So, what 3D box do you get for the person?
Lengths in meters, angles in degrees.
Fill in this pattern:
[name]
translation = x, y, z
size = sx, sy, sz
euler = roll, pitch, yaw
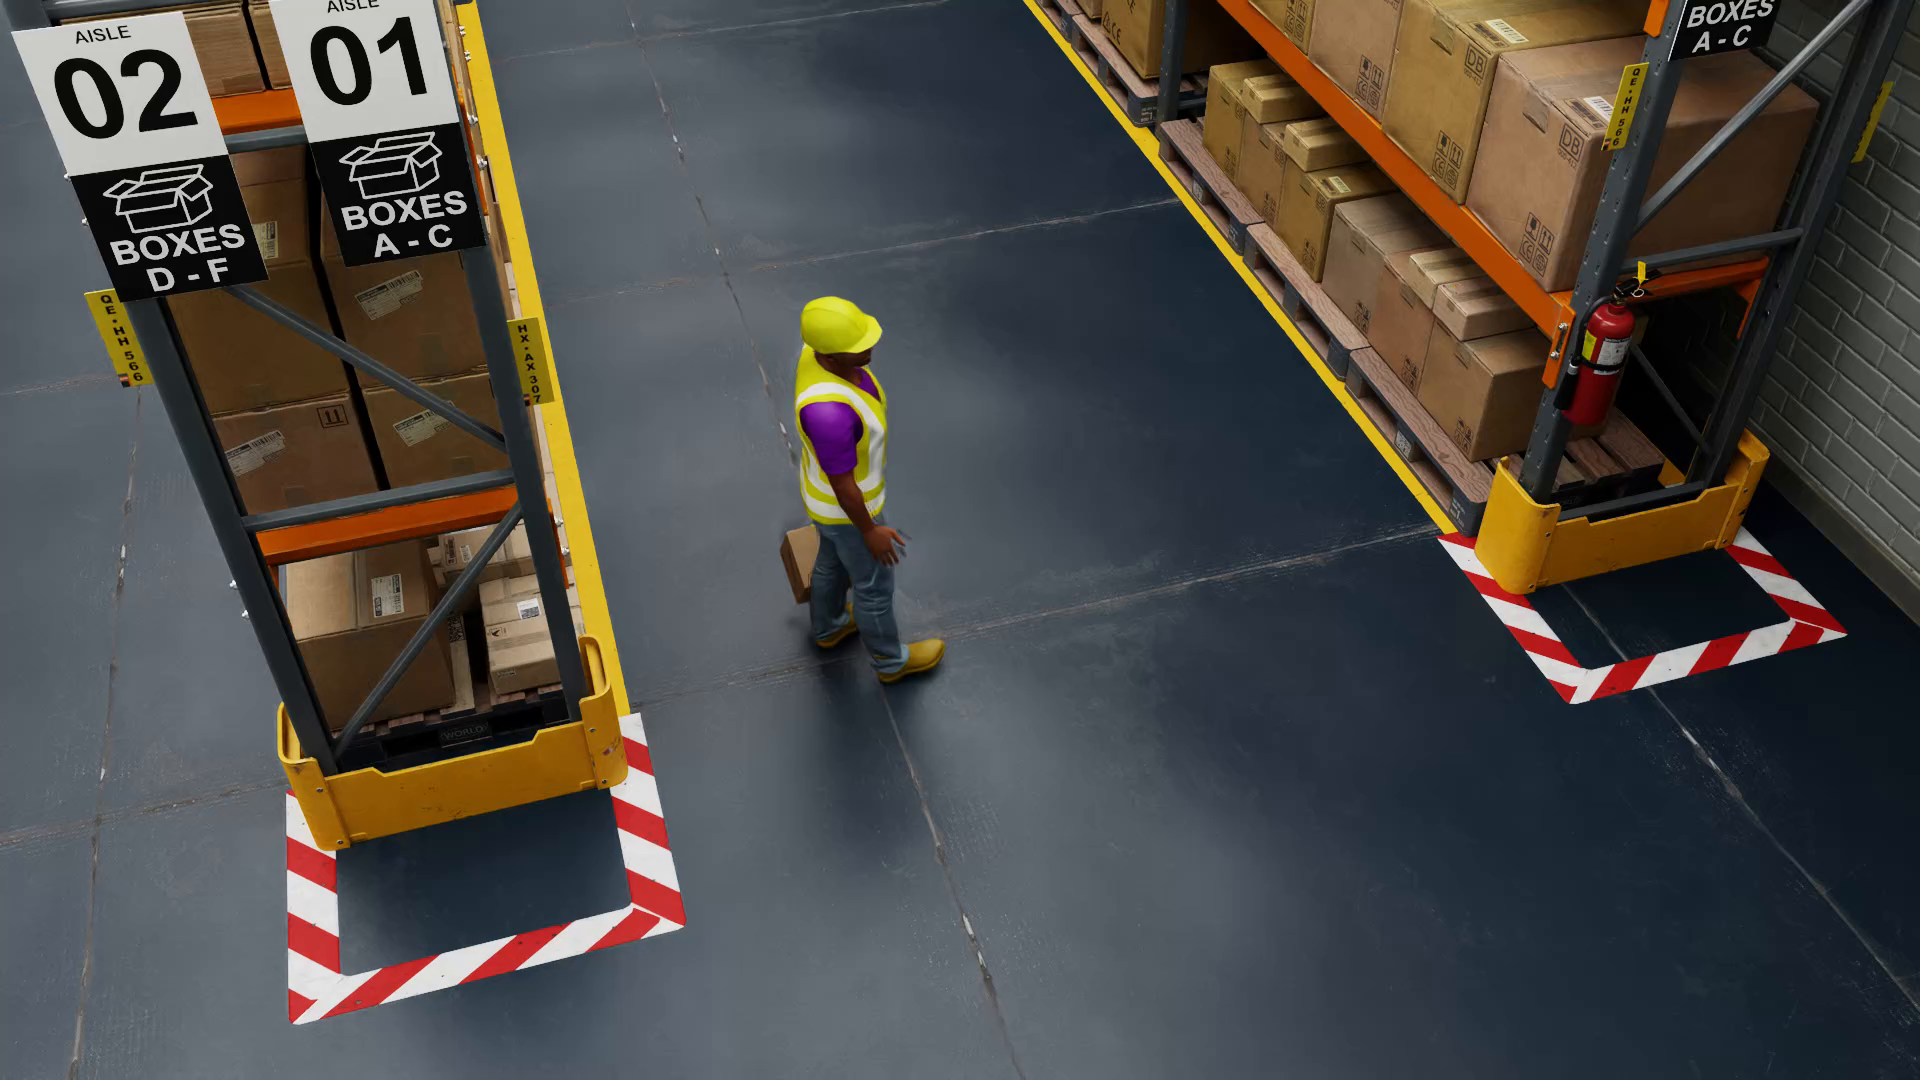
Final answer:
[person]
translation = -0.336, -0.187, 6.312
size = 0.539, 1.766, 0.624
euler = -6, 42, -6
